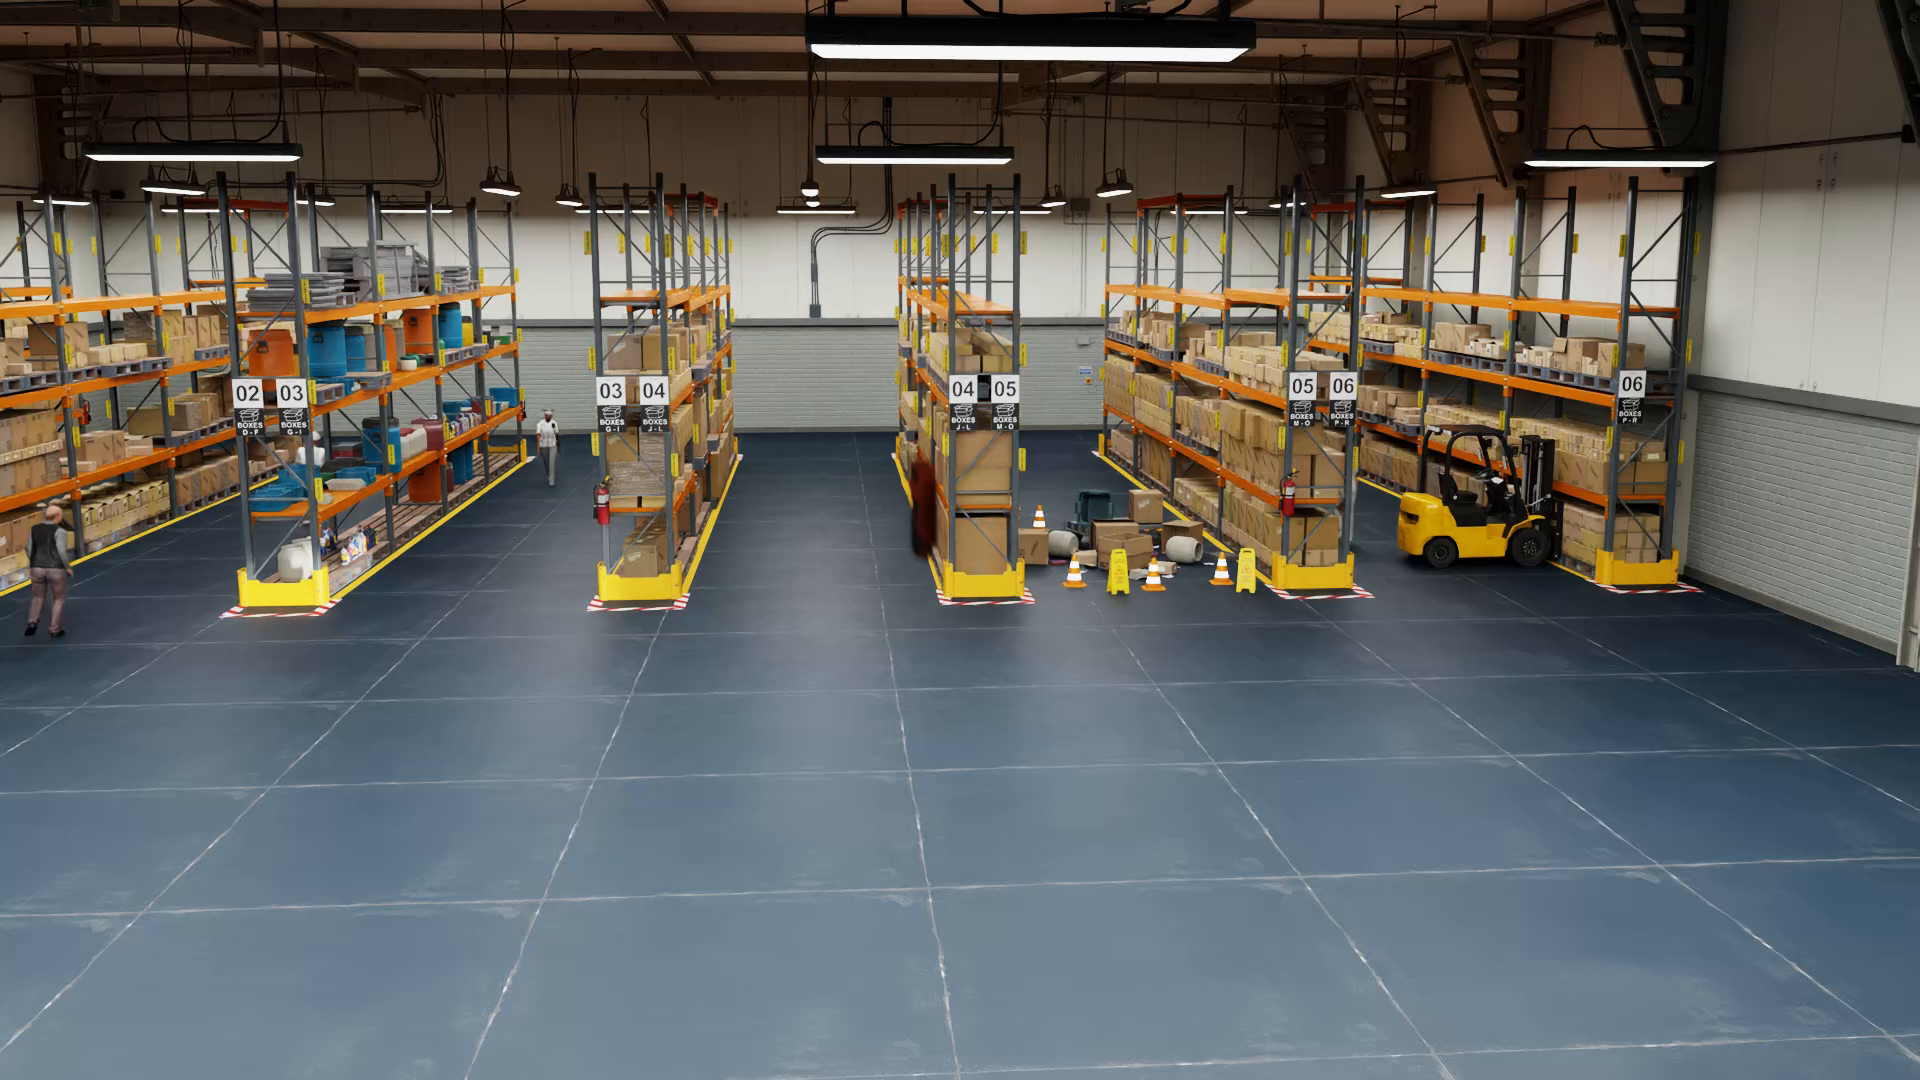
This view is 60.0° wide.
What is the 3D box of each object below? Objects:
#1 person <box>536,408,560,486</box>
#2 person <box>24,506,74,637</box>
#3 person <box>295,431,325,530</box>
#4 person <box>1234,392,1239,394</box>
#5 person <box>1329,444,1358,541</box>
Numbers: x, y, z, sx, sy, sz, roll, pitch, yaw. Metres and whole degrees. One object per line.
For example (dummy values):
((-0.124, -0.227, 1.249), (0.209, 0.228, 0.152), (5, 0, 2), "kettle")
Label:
((-8.734, -1.991, 35.229), (0.453, 1.614, 1.051), (-1, 10, -6), "person")
((-11.796, 0.422, 21.459), (0.576, 1.695, 0.644), (-1, 10, -3), "person")
((-11.429, -1.031, 29.355), (0.605, 1.782, 0.457), (-1, 10, -5), "person")
((6.528, -2.693, 38.820), (0.528, 1.779, 0.638), (9, 13, 41), "person")
((6.626, -0.818, 28.530), (0.460, 1.678, 0.423), (-4, 11, -22), "person")
